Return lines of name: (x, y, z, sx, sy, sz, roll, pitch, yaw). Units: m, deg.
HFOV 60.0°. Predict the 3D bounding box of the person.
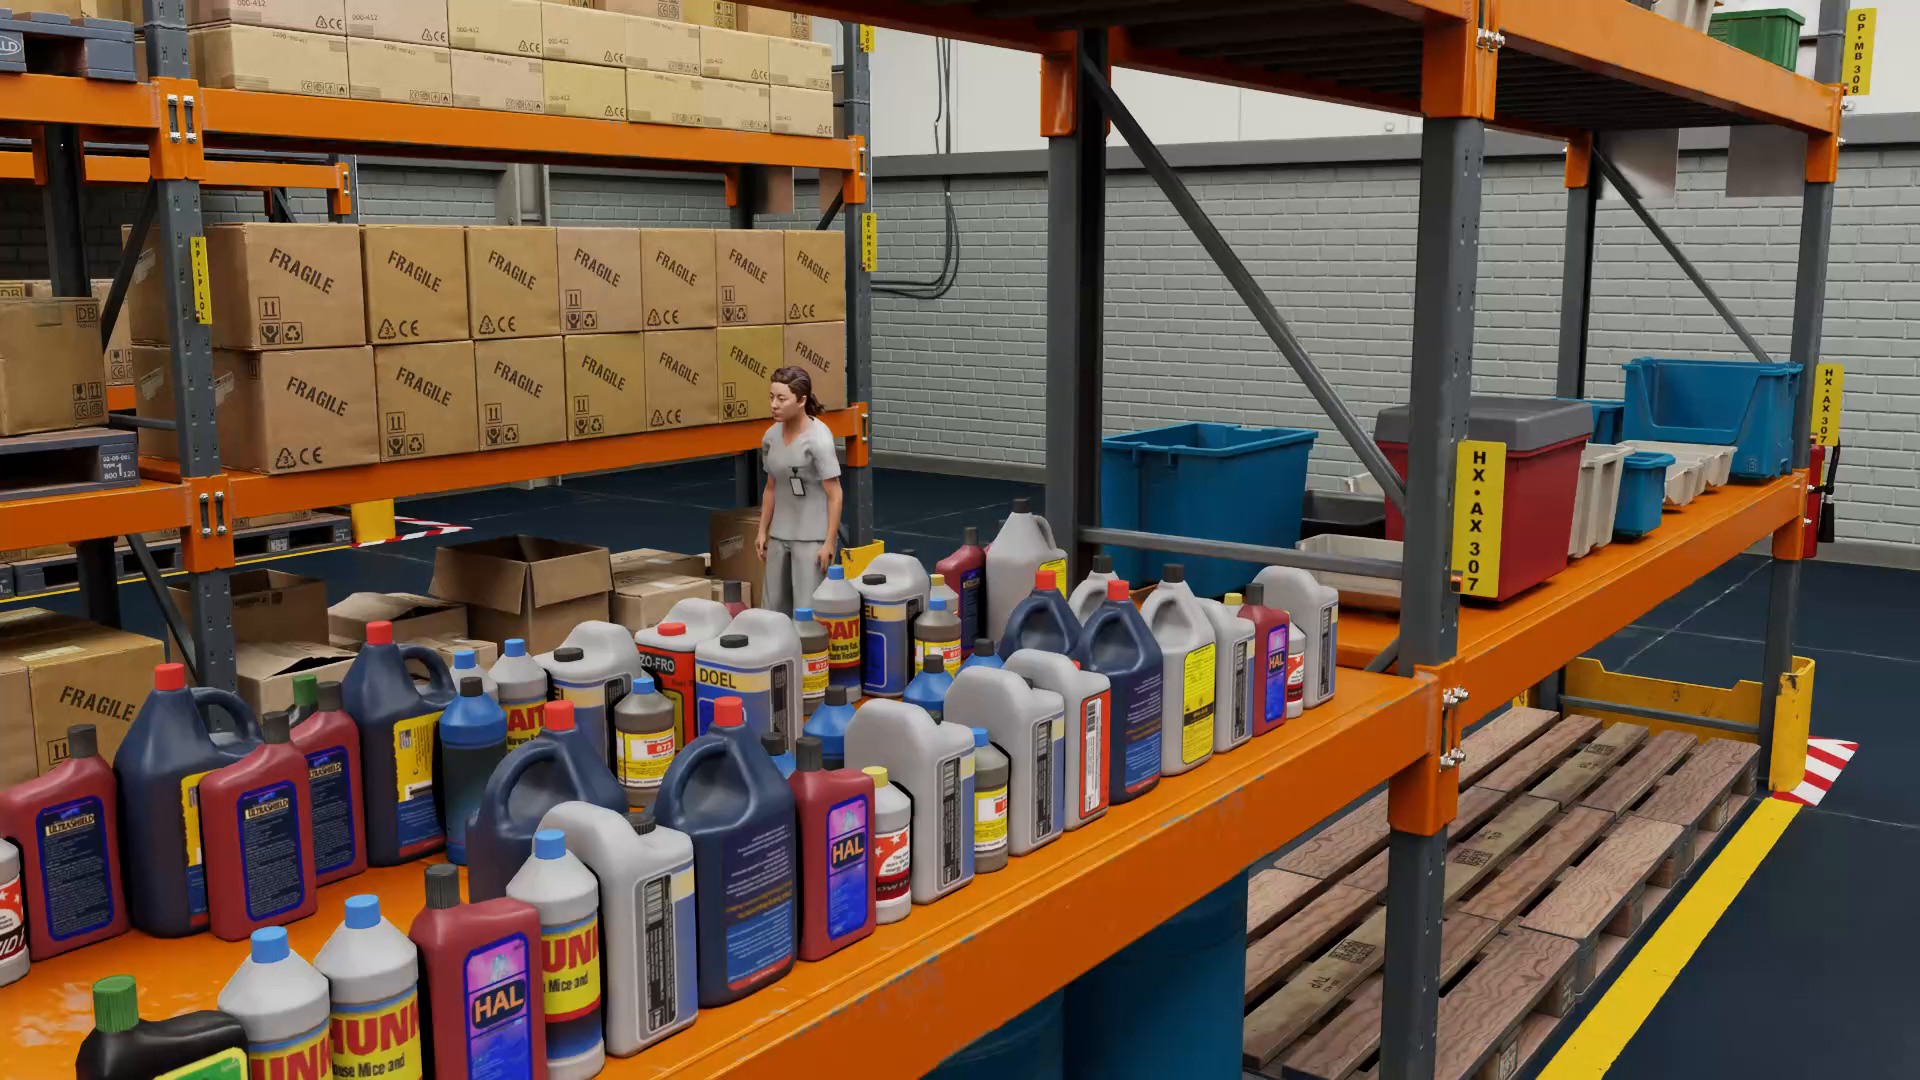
person: (-0.771, 0.014, 7.826, 0.514, 1.671, 0.364, 8, 13, 40)
